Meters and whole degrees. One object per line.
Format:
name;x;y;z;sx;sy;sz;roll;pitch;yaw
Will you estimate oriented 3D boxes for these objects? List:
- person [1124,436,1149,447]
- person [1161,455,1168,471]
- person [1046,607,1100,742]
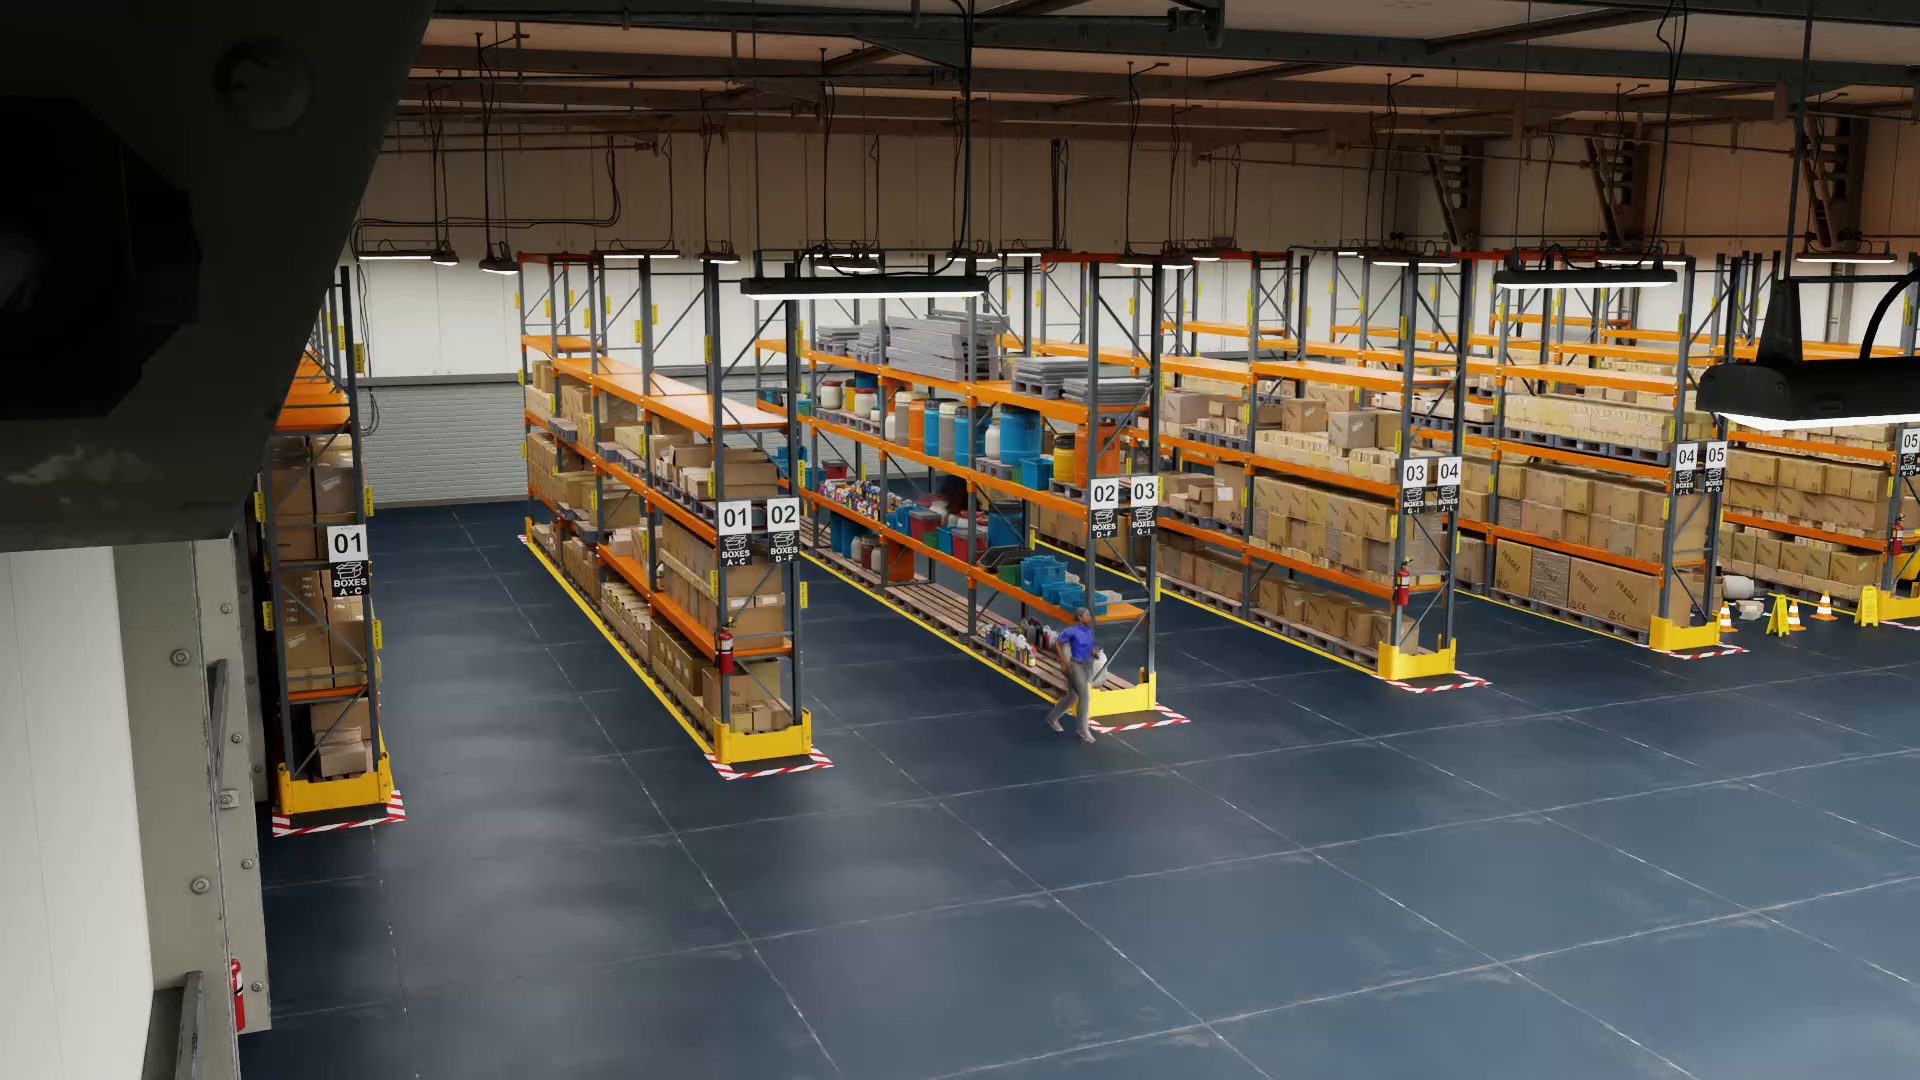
person;4.268;-2.034;41.291;0.843;1.791;0.728;-8;13;-38
person;4.987;-2.095;41.780;0.617;1.696;0.789;-1;10;-6
person;1.498;1.697;21.314;0.758;1.675;0.570;6;12;29
